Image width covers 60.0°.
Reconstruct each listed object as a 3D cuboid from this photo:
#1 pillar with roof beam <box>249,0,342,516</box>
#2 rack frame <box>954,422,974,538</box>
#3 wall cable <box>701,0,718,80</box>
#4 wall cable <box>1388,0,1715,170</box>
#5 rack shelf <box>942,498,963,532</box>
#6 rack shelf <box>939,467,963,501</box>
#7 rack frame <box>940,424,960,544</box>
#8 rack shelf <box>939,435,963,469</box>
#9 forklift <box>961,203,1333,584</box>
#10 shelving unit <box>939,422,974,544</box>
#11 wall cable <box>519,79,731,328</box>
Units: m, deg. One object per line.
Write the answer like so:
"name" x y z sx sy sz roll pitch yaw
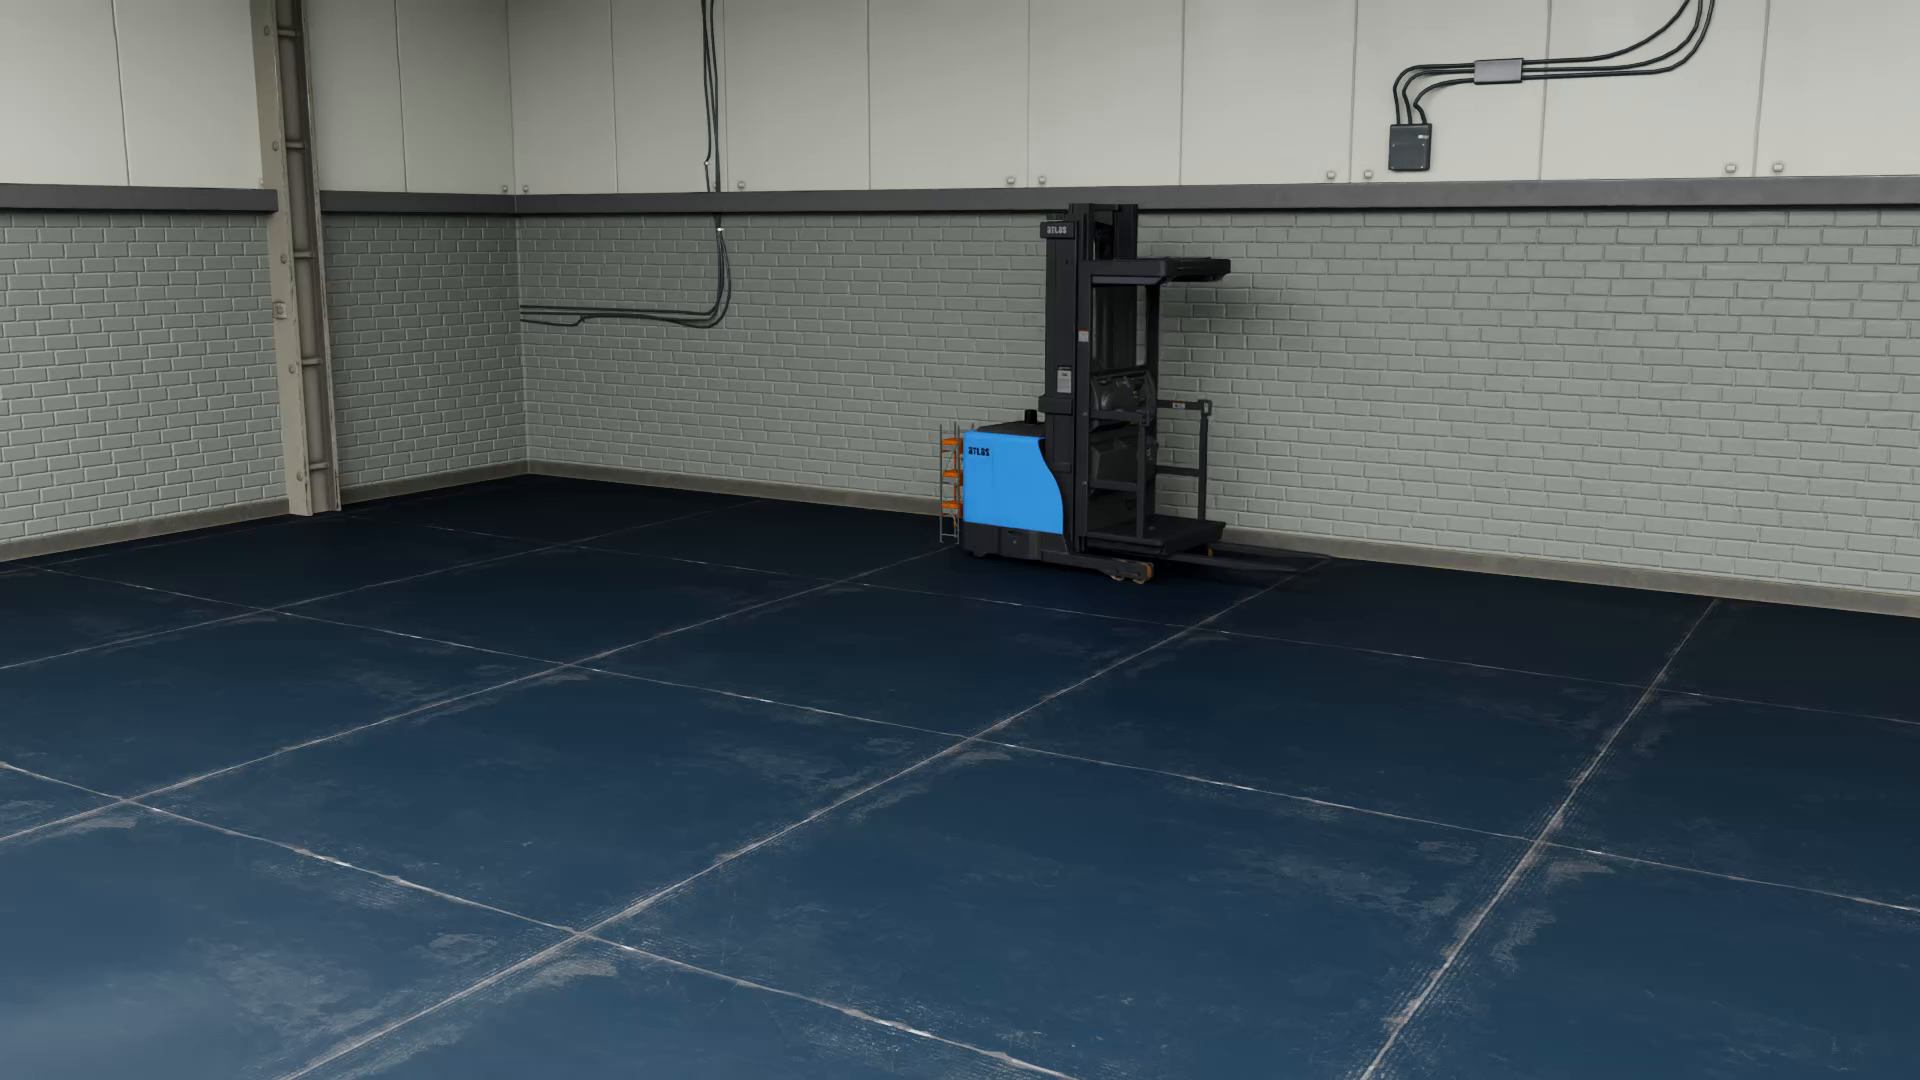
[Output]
"pillar with roof beam" -2.666 -4.291 13.332 9.100 9.000 0.400 6 12 31
"rack frame" 0.036 -0.527 14.830 0.200 1.050 0.008 6 12 31
"wall cable" -1.374 -5.737 15.770 3.097 2.526 0.112 6 12 31
"wall cable" 4.420 -5.801 12.159 2.305 6.003 0.169 6 12 31
"rack shelf" -0.028 -0.224 14.780 0.215 0.259 0.240 6 12 31
"rack shelf" -0.028 -0.497 14.729 0.215 0.259 0.240 6 12 31
"rack frame" -0.091 -0.488 14.625 0.200 1.050 0.008 6 12 31
"rack shelf" -0.028 -0.776 14.677 0.215 0.259 0.240 6 12 31
"forklift" 1.495 -1.208 13.356 3.031 2.935 1.130 8 13 36
"shelving unit" -0.028 -0.508 14.727 0.215 1.050 0.252 6 12 31
"wall cable" -3.686 -3.513 17.615 3.097 2.526 0.112 6 12 31
